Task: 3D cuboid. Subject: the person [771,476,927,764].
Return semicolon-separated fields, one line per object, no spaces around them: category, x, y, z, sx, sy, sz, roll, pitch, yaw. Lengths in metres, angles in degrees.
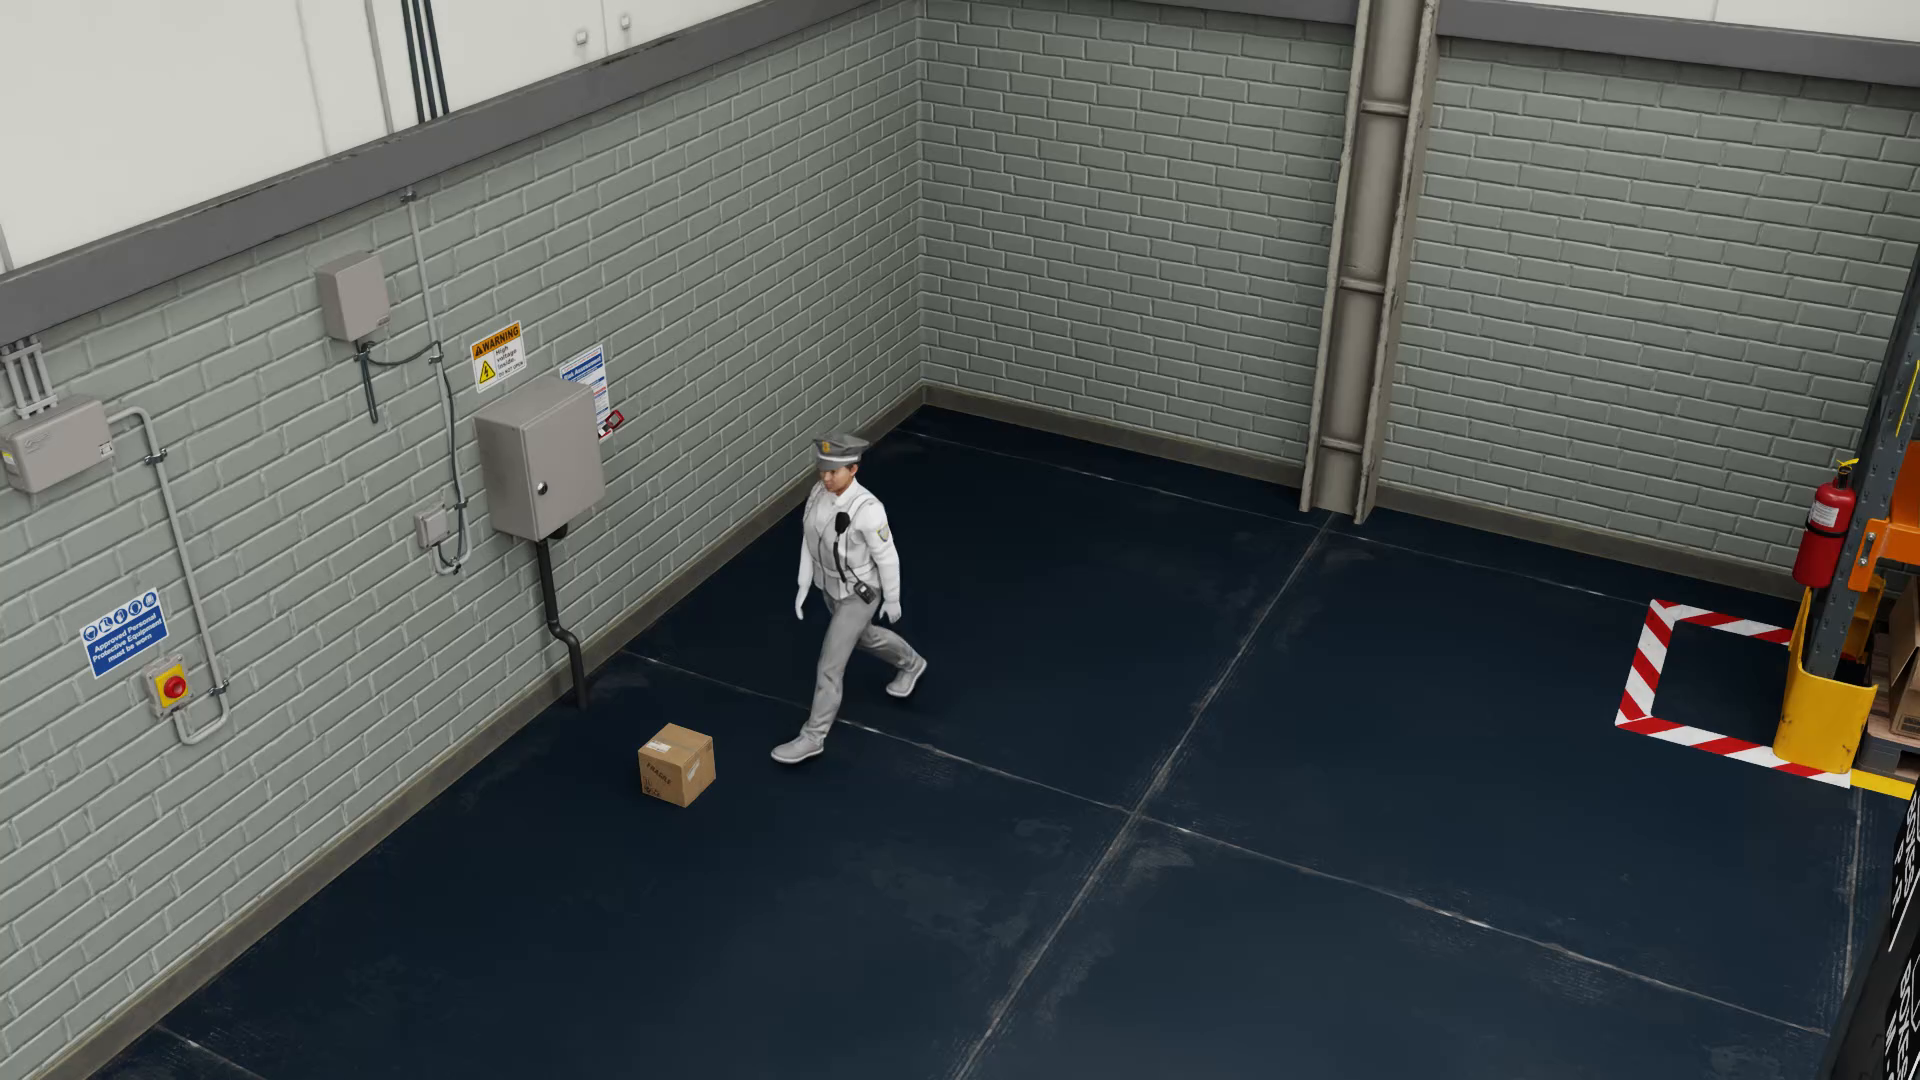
person;-0.527;0.326;7.945;1.005;1.402;0.471;-21;36;-32
